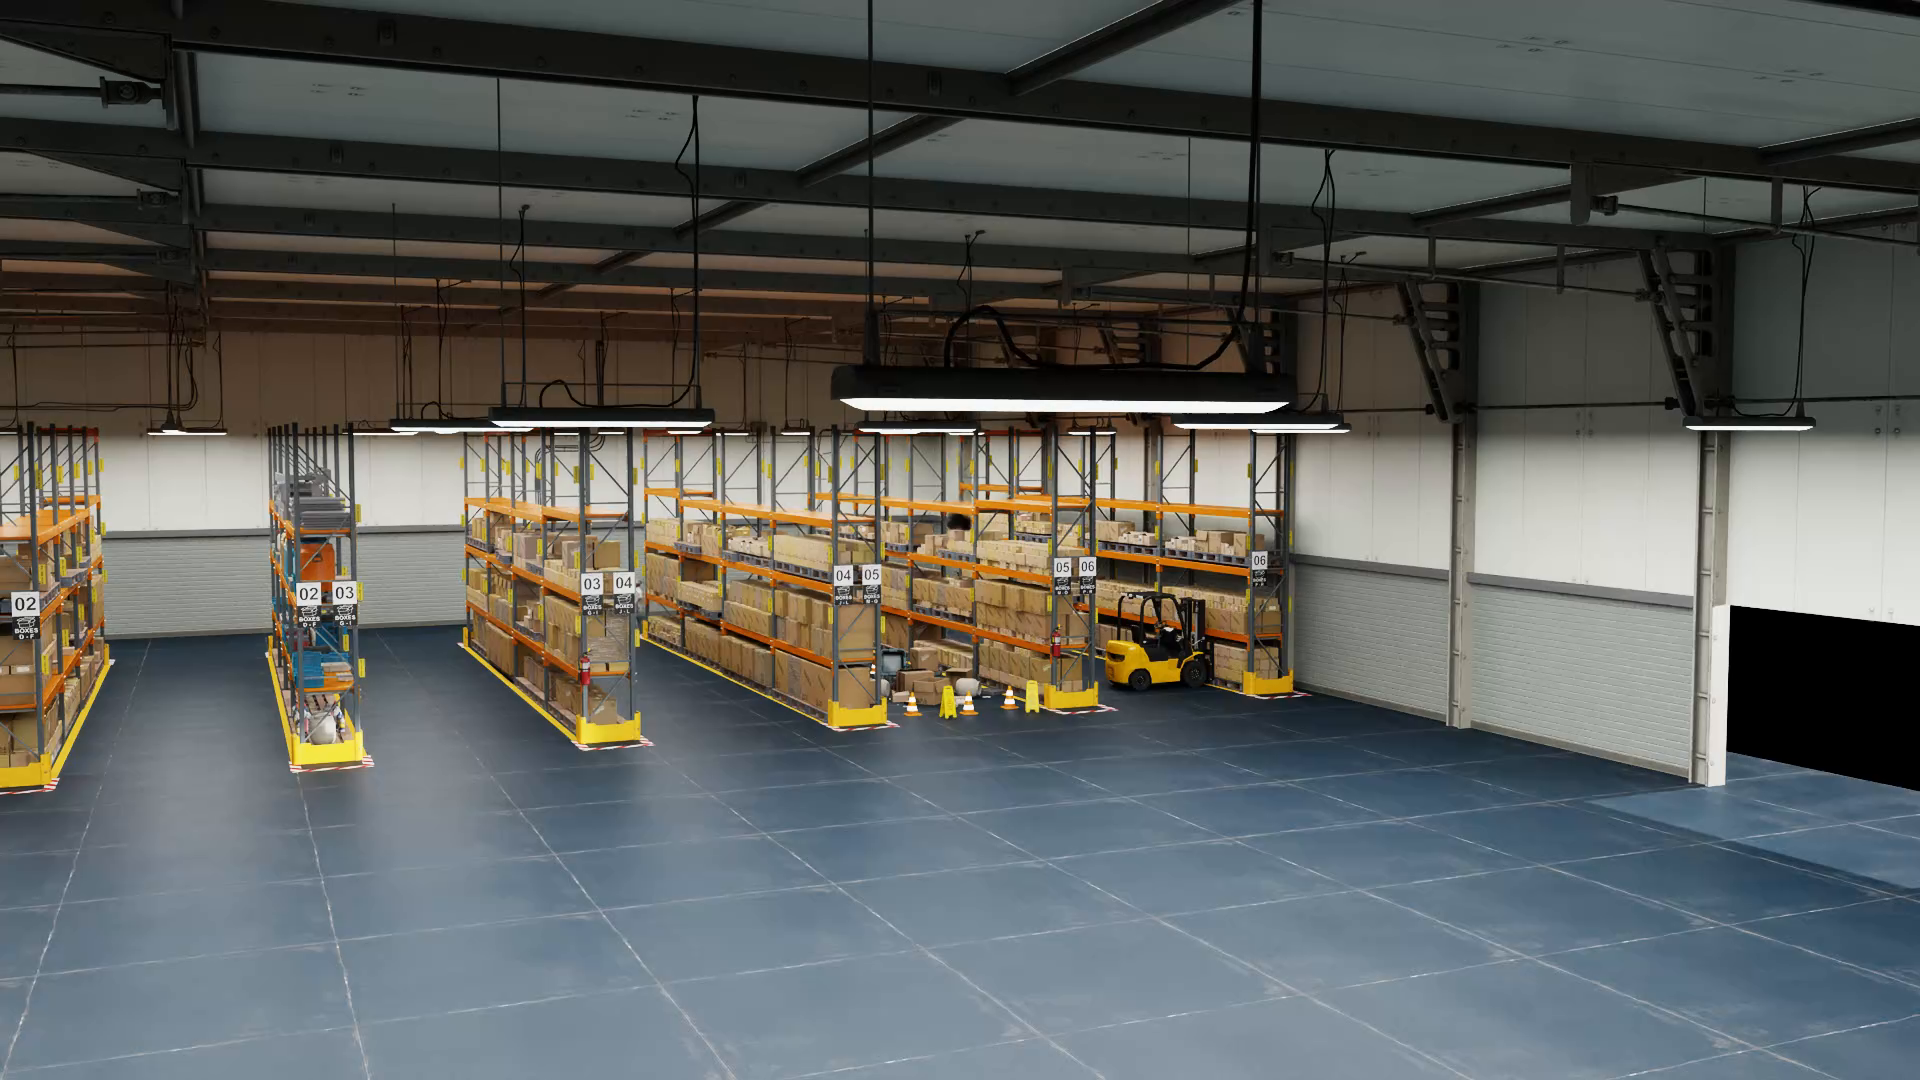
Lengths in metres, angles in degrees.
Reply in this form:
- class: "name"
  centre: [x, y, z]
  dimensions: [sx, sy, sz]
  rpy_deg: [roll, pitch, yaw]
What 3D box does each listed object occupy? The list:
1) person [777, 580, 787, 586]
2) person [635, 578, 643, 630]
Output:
- class: "person"
  centre: [-5.486, 1.759, 50.846]
  dimensions: [0.715, 1.729, 0.758]
  rpy_deg: [-1, 4, -23]
- class: "person"
  centre: [-9.609, 1.942, 48.774]
  dimensions: [0.554, 1.660, 0.704]
  rpy_deg: [-2, 4, -27]
